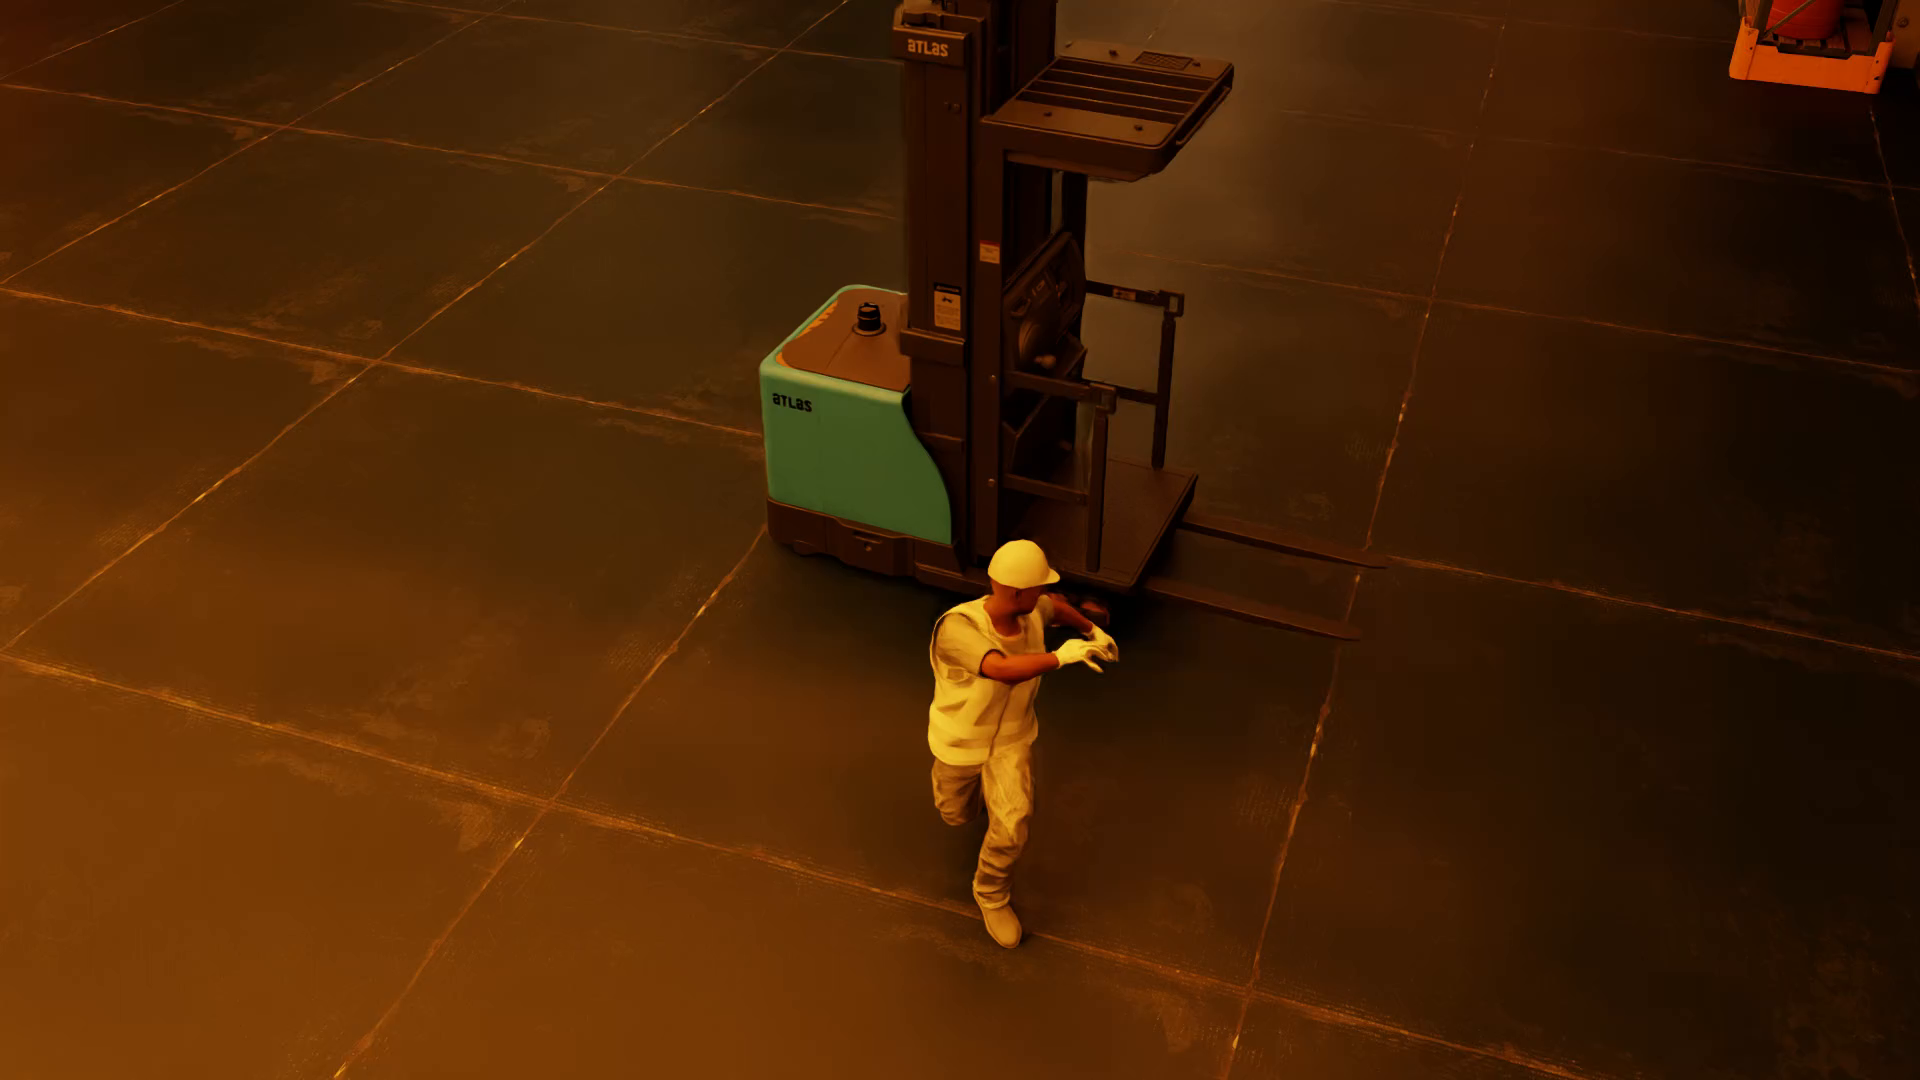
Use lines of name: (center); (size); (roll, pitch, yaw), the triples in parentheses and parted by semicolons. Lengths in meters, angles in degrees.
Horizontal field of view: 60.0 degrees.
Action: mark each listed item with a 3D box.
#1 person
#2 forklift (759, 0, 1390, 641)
person: (0.297, 0.670, 6.418); (0.857, 1.501, 0.995); (-6, 36, -9)
forklift: (0.576, -1.081, 7.636); (3.031, 2.935, 1.130); (14, 38, 19)
